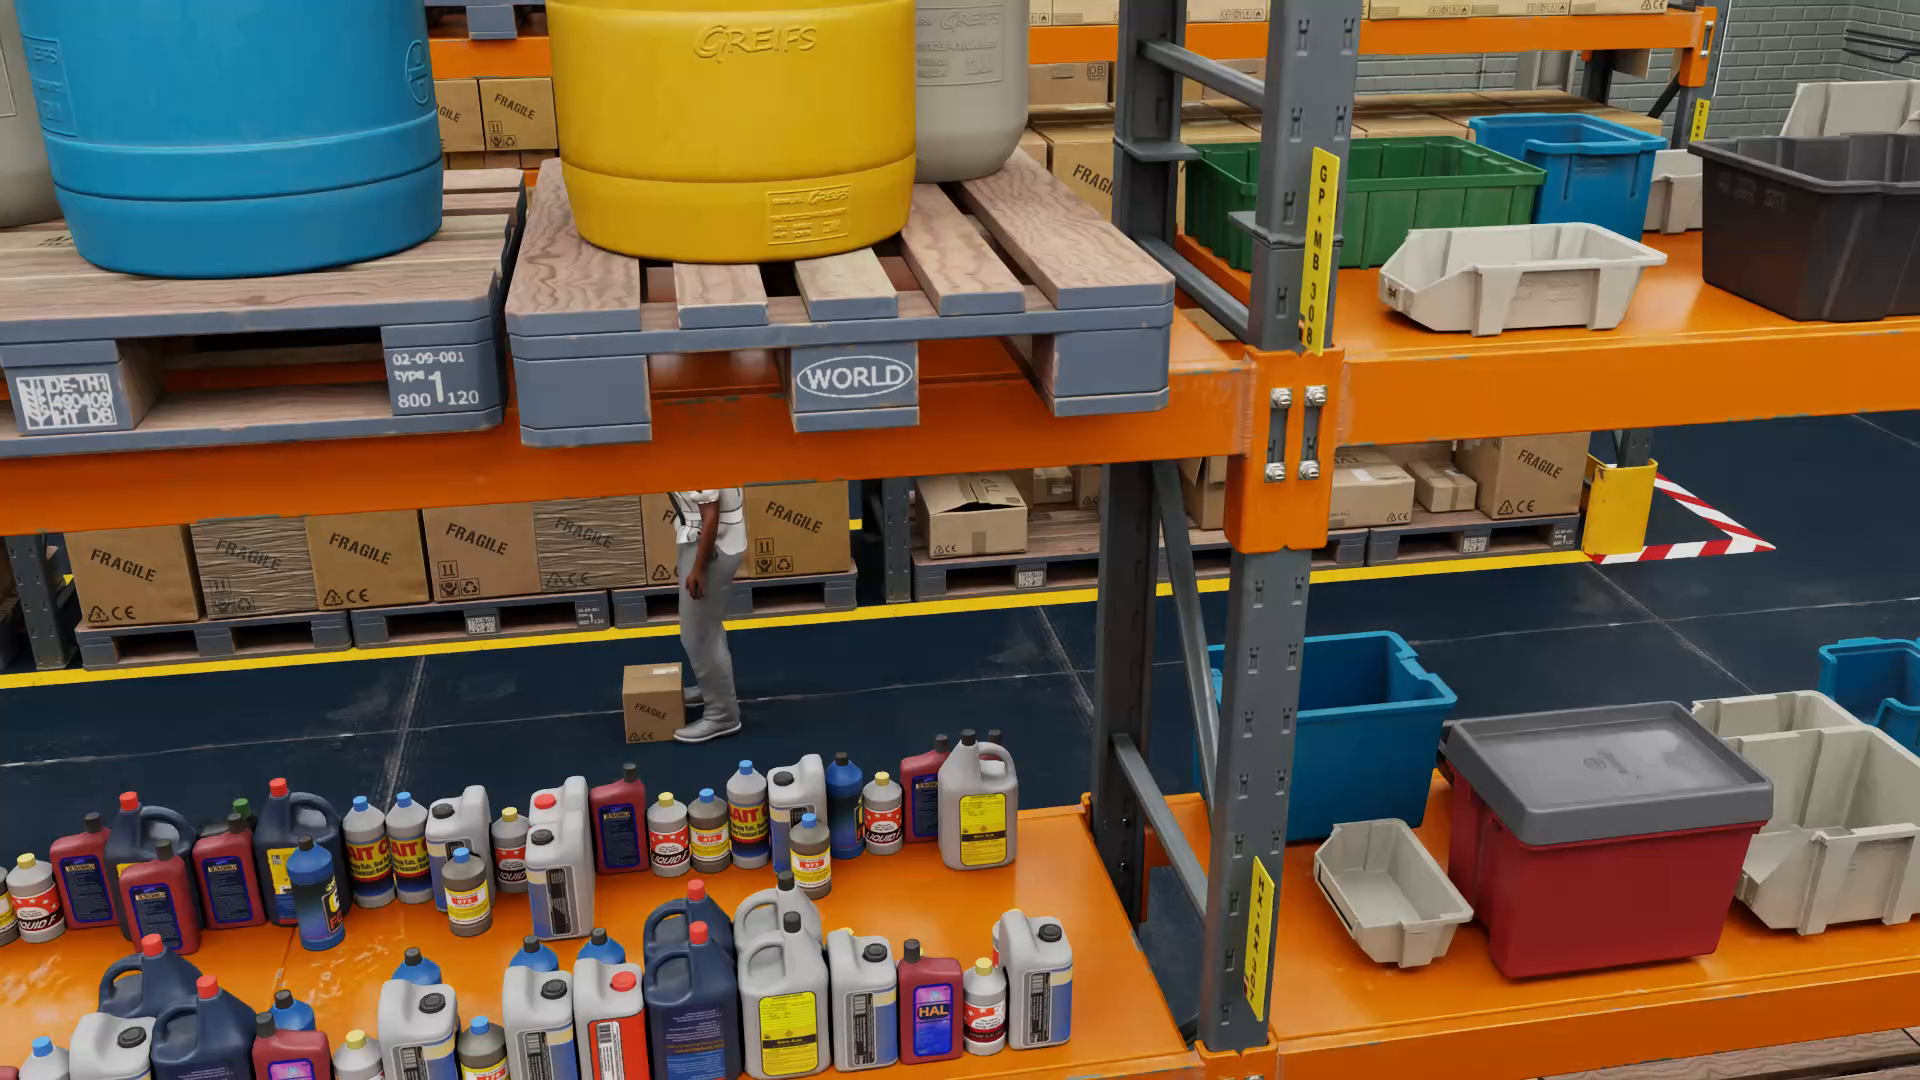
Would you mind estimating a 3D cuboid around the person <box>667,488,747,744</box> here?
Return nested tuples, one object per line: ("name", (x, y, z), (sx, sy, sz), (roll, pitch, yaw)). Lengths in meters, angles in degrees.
("person", (-1.098, 0.039, 7.013), (0.394, 1.657, 0.504), (-5, 24, -11))
